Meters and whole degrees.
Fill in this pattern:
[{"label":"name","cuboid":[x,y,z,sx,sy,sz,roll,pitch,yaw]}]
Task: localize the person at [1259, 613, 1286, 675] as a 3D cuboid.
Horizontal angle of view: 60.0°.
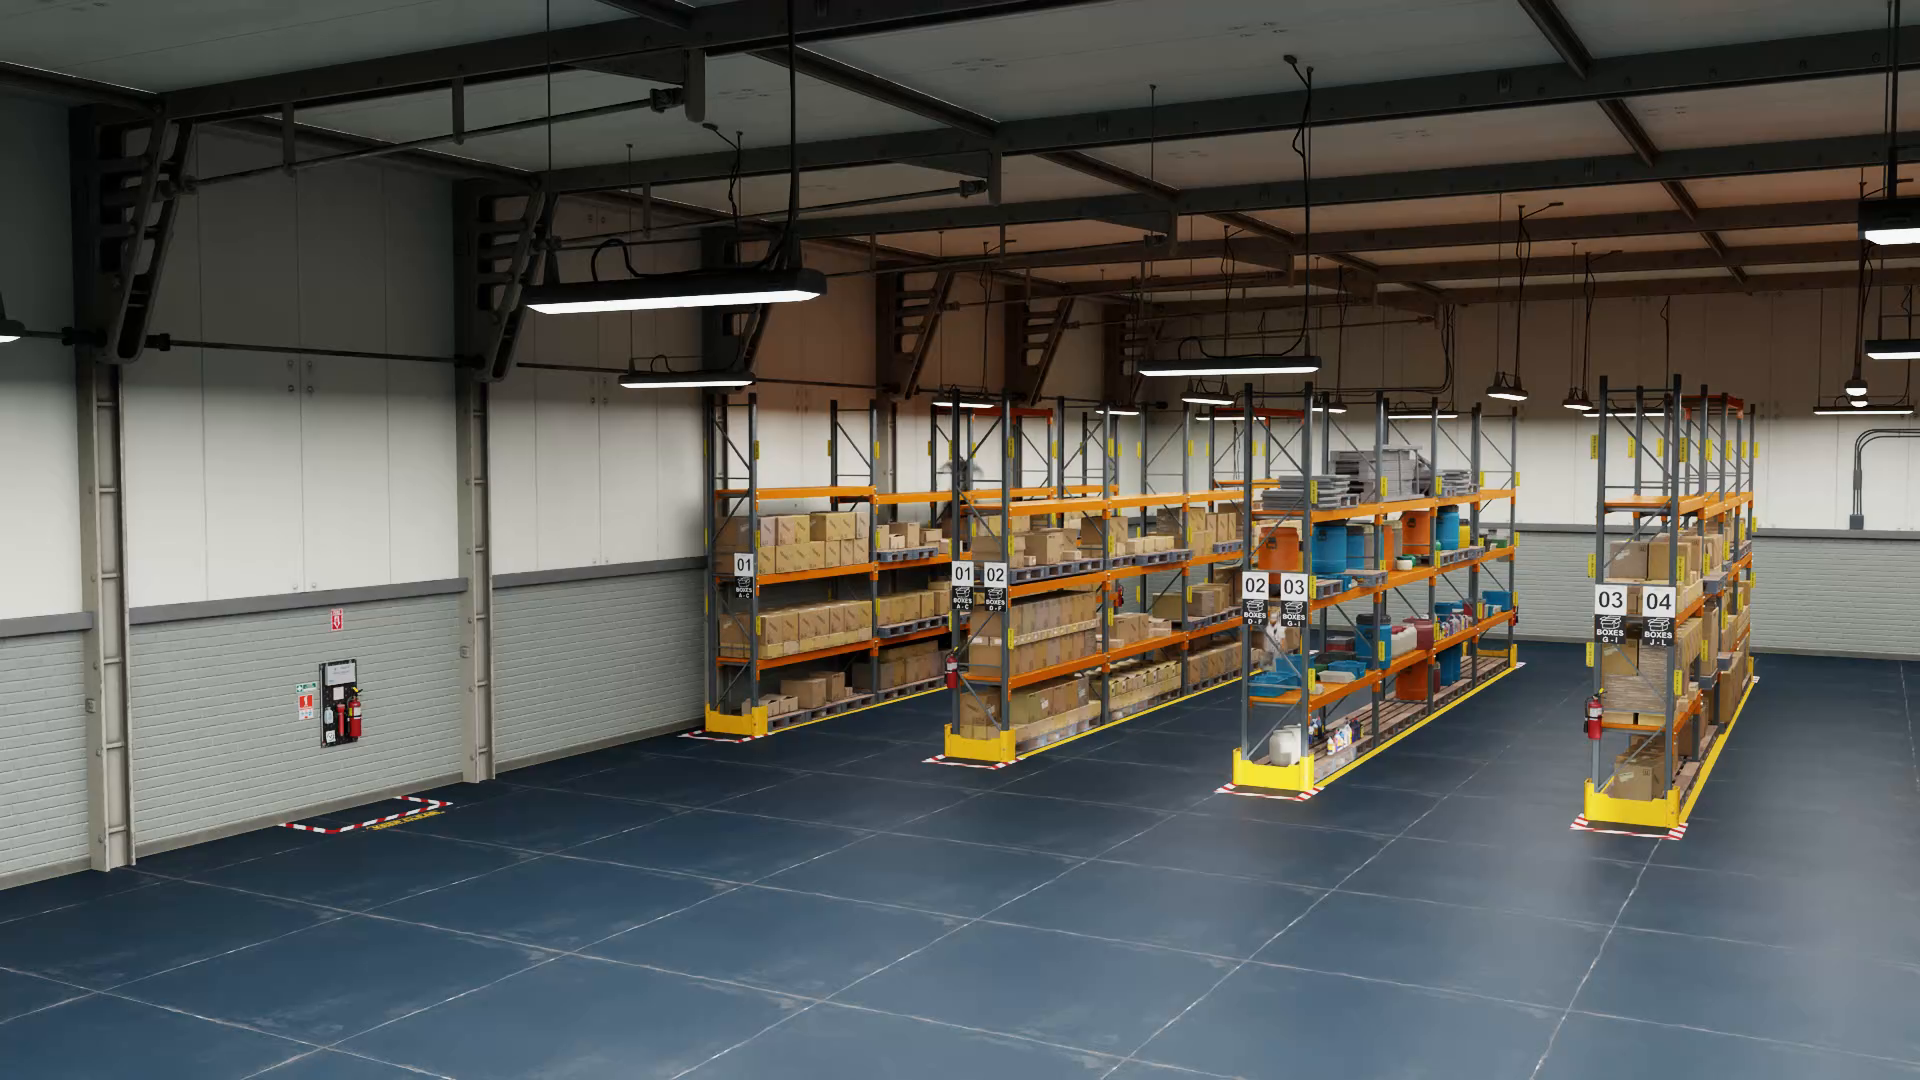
[{"label":"person","cuboid":[6.554,2.319,34.792,0.626,1.610,0.580,3,4,39]}]
